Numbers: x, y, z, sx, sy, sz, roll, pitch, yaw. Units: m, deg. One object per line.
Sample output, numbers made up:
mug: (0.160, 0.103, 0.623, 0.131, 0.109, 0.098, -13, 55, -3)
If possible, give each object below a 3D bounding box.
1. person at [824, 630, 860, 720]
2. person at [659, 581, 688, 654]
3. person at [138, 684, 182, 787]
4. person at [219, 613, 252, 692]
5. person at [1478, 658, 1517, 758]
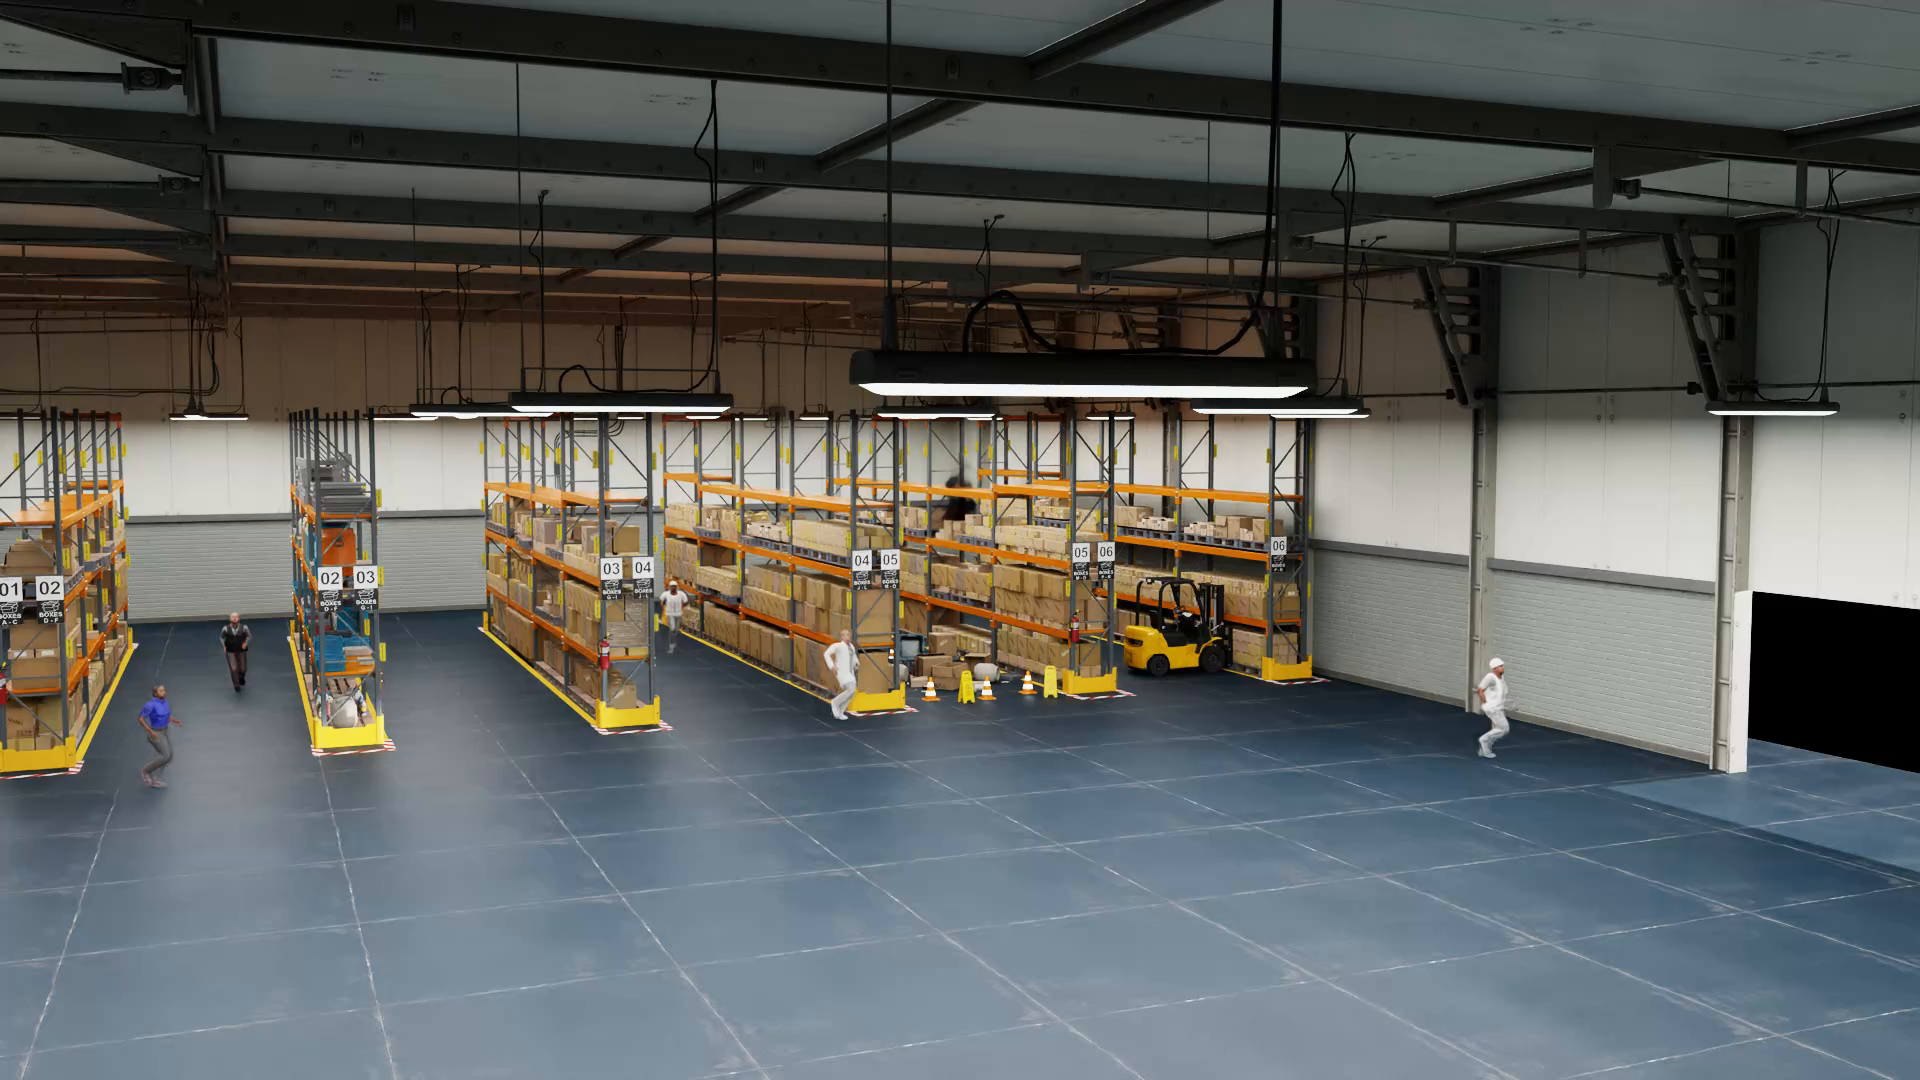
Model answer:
person: (-2.212, 2.607, 32.269, 0.594, 1.724, 0.749, 2, 5, 28)
person: (-7.163, 1.919, 41.754, 0.686, 1.819, 0.780, -2, 4, -21)
person: (-12.585, 3.081, 26.225, 0.565, 1.623, 0.564, 0, 4, 5)
person: (-15.480, 2.394, 35.547, 0.652, 1.678, 0.640, -2, 4, -23)
person: (9.167, 2.875, 28.407, 0.601, 1.715, 0.631, 3, 5, 36)
